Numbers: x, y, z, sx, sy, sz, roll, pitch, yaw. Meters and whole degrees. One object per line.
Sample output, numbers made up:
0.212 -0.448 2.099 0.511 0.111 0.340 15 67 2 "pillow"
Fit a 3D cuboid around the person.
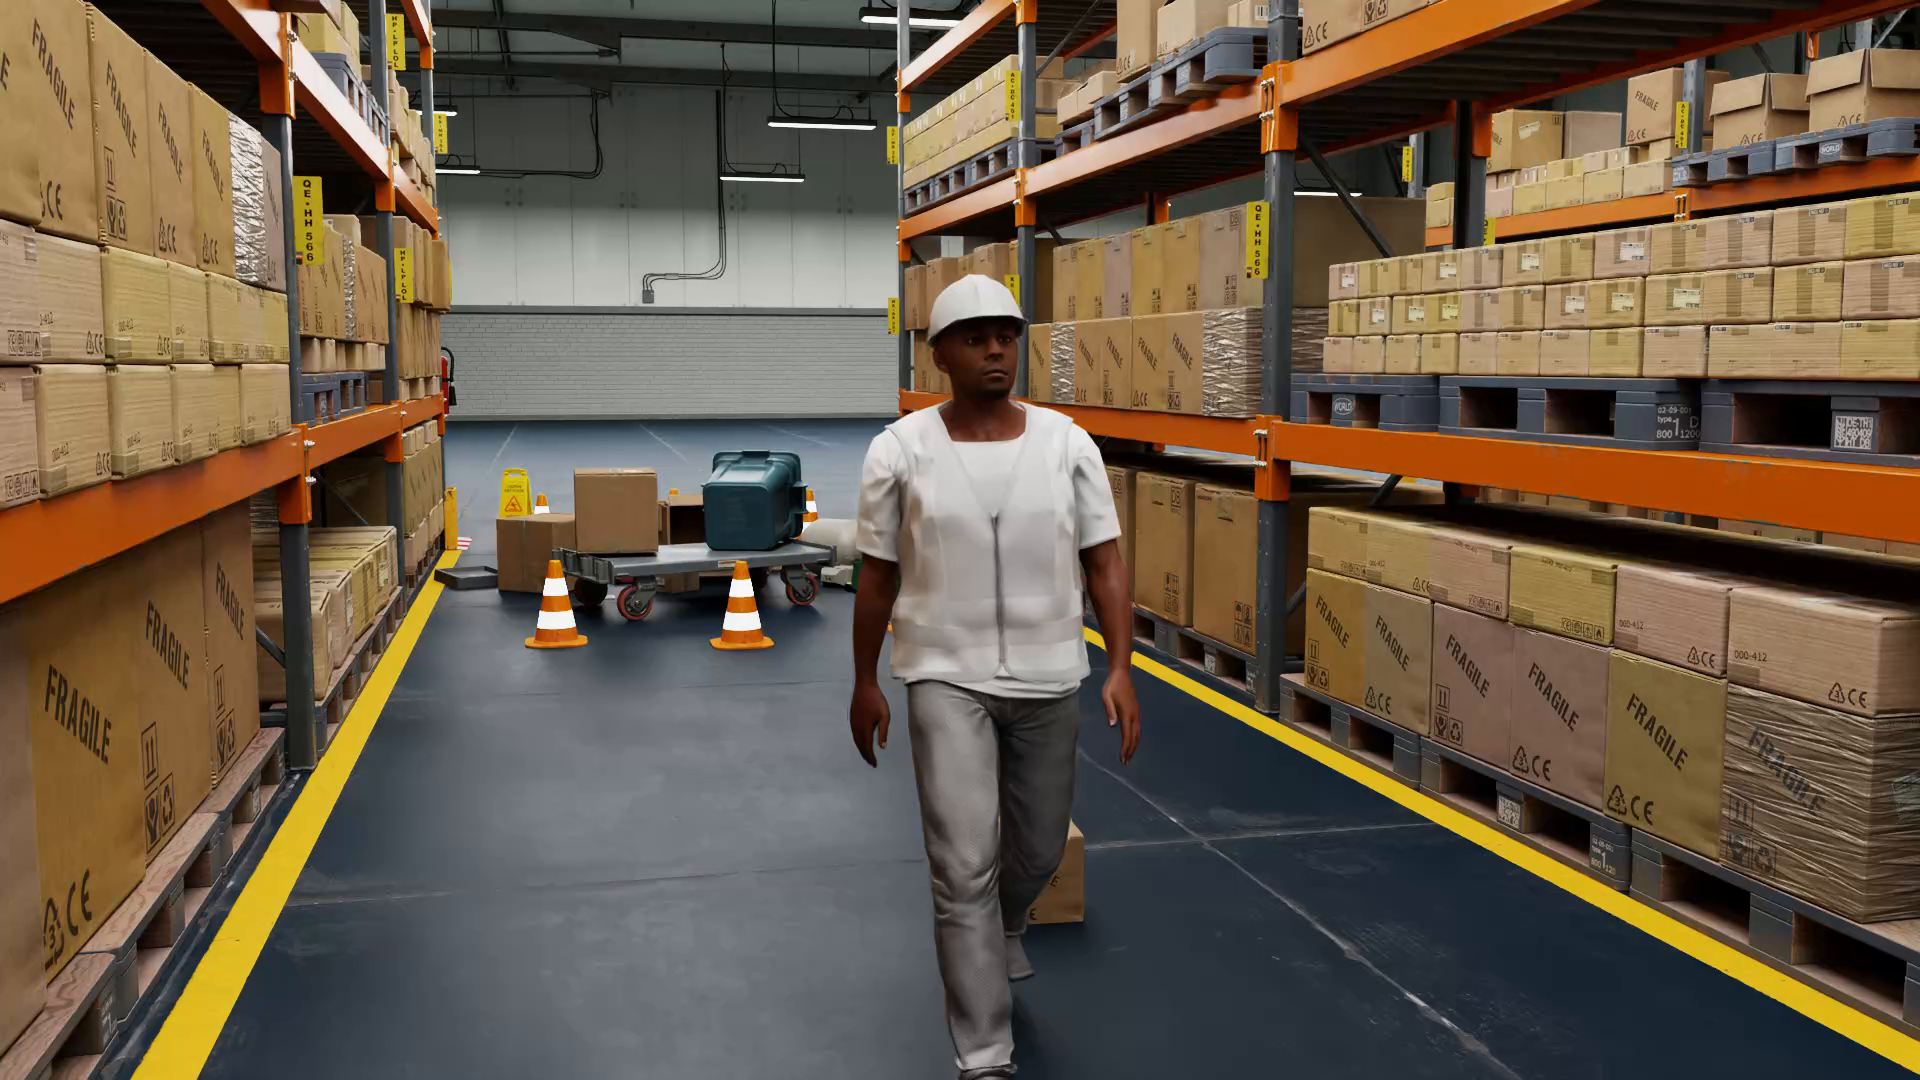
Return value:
0.076 0.300 3.590 0.594 1.730 1.010 -1 6 -11 "person"
